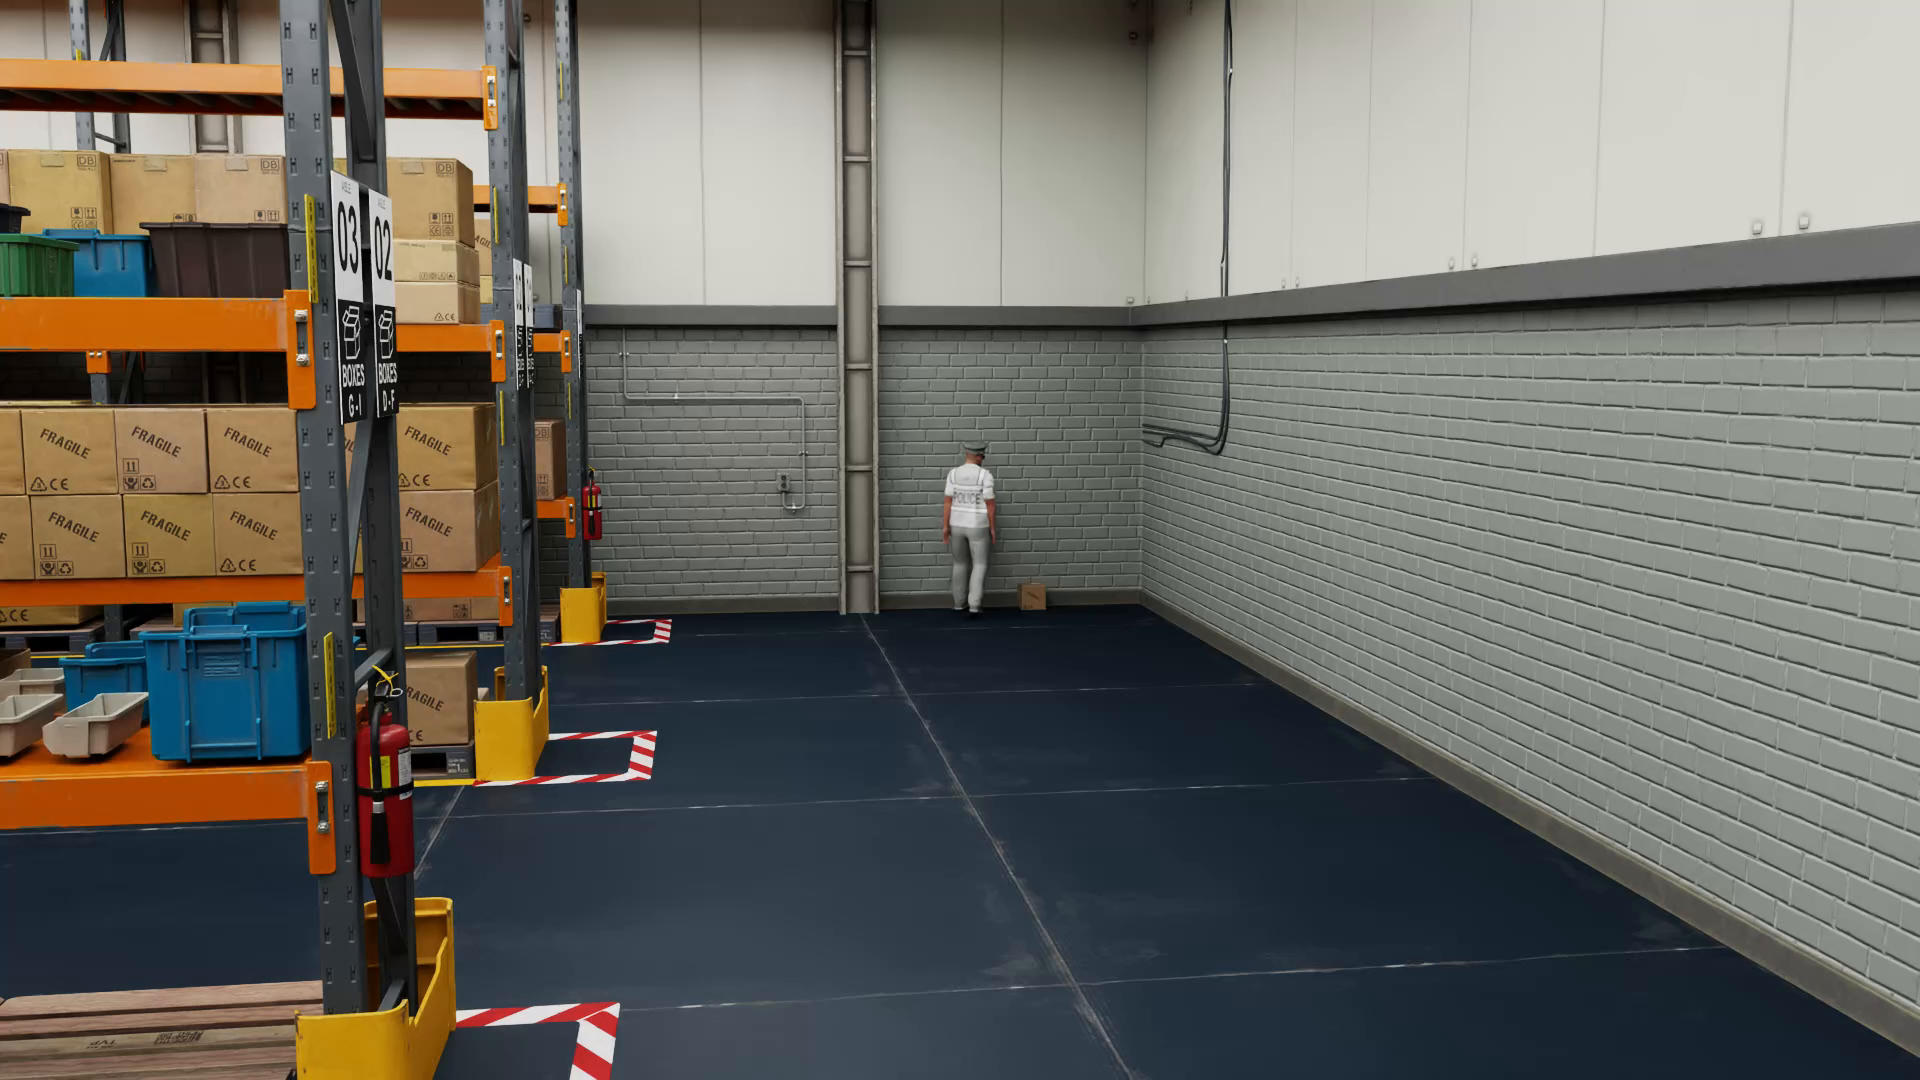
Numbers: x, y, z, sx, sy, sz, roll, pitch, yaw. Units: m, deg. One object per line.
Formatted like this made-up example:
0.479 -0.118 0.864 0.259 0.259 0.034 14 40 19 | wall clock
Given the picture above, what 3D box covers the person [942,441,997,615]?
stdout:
0.118 -0.131 16.770 0.563 1.734 0.708 3 7 24 | person
